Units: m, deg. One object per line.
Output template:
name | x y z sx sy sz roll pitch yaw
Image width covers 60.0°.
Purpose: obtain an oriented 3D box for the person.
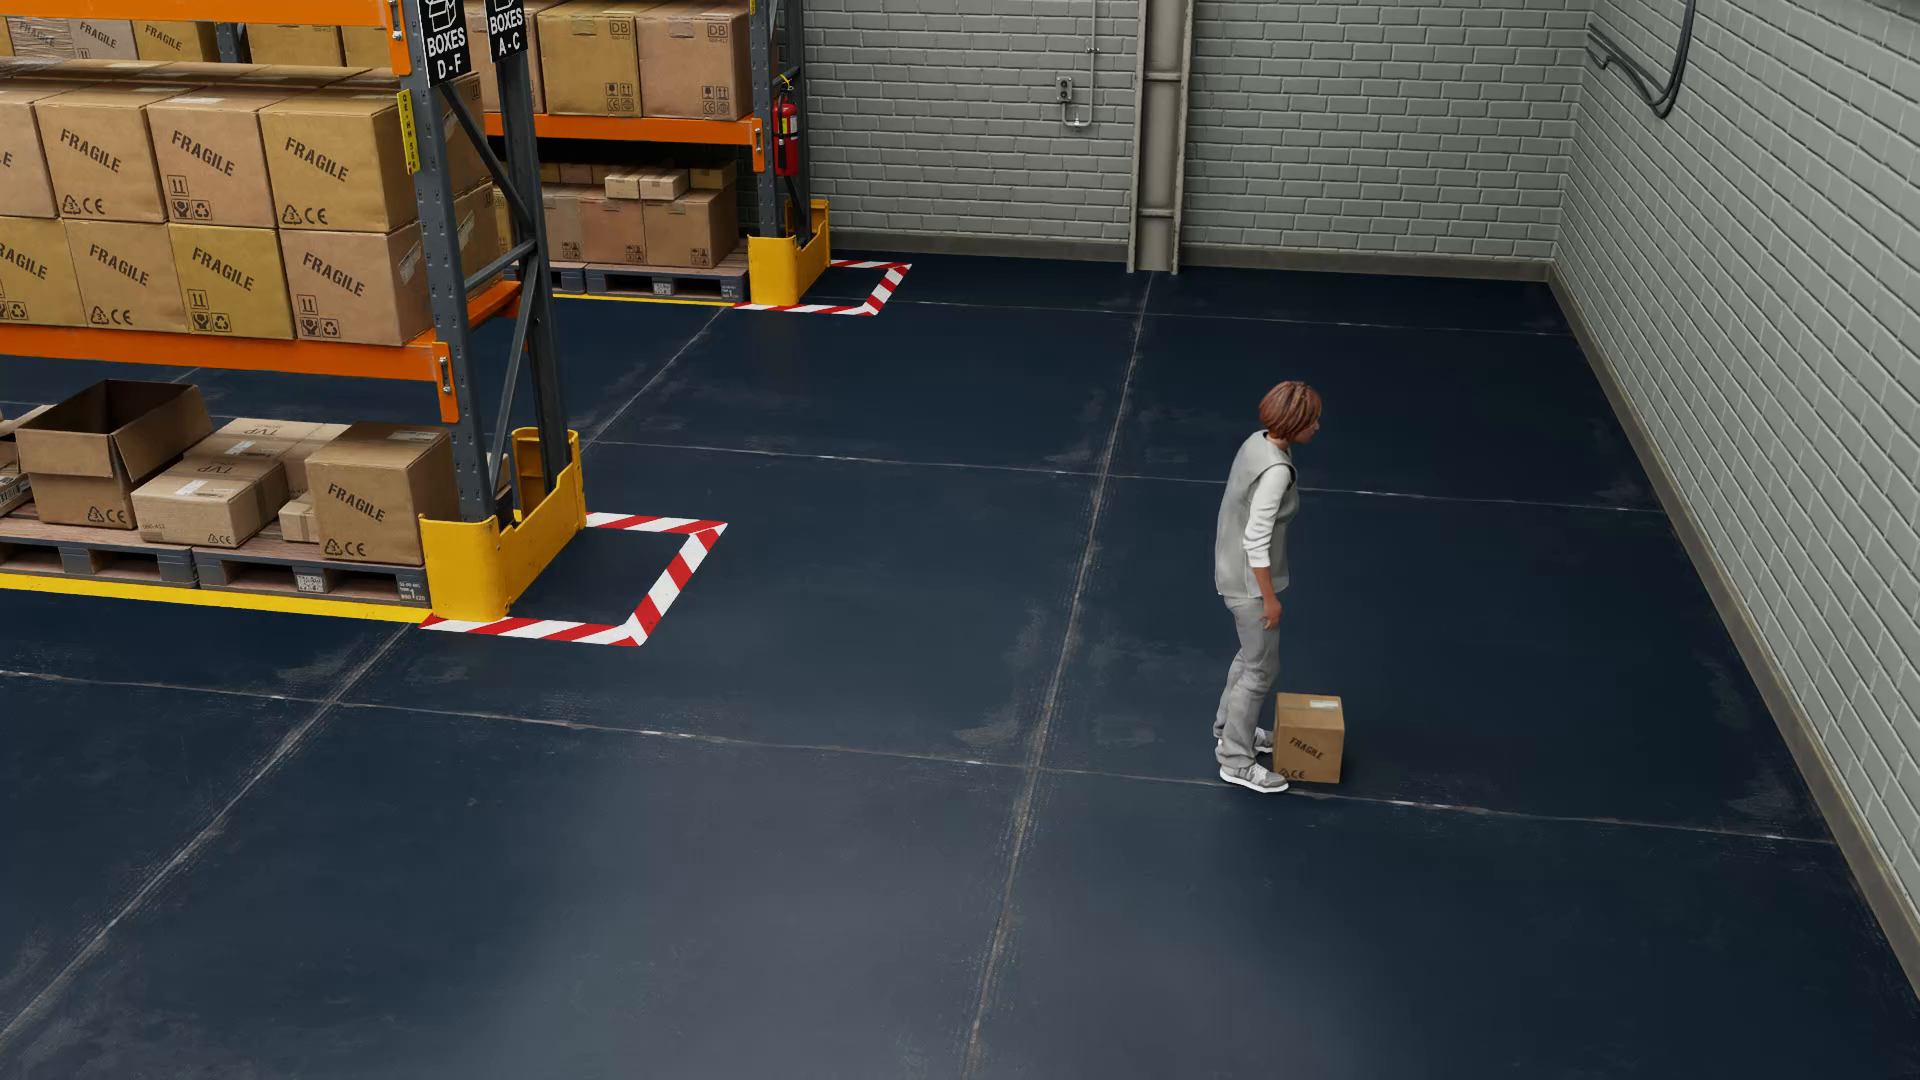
person | 1.131 0.160 6.283 0.344 1.592 0.465 3 25 7
